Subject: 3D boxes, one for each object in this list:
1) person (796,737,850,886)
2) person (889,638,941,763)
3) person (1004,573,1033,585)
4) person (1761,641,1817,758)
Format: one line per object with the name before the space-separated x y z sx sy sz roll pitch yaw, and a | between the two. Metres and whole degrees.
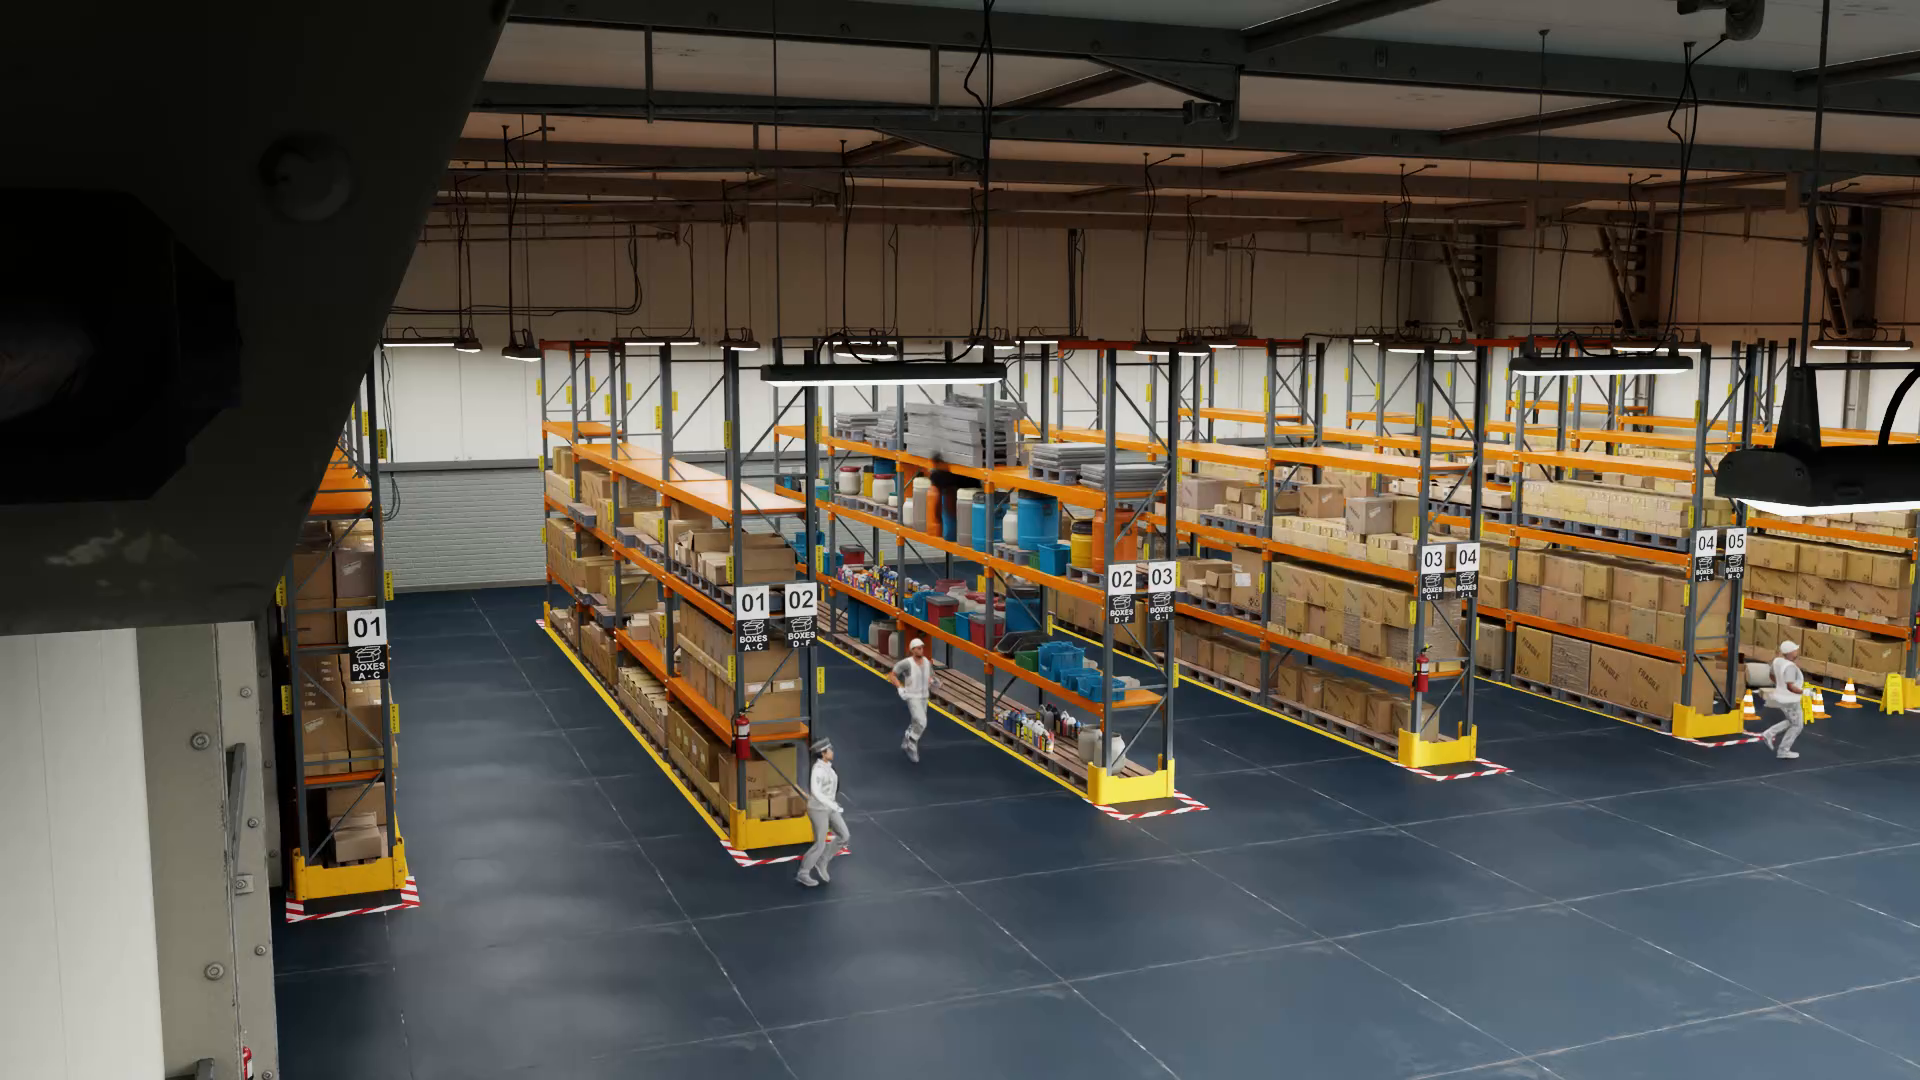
person | -1.539 3.062 18.920 0.580 1.639 0.673 1 8 11
person | -0.612 2.325 24.119 0.632 1.806 0.715 -7 10 -44
person | 1.225 1.131 33.760 0.548 1.627 0.605 -3 8 -23
person | 12.083 2.324 24.250 0.623 1.732 0.683 1 8 8
